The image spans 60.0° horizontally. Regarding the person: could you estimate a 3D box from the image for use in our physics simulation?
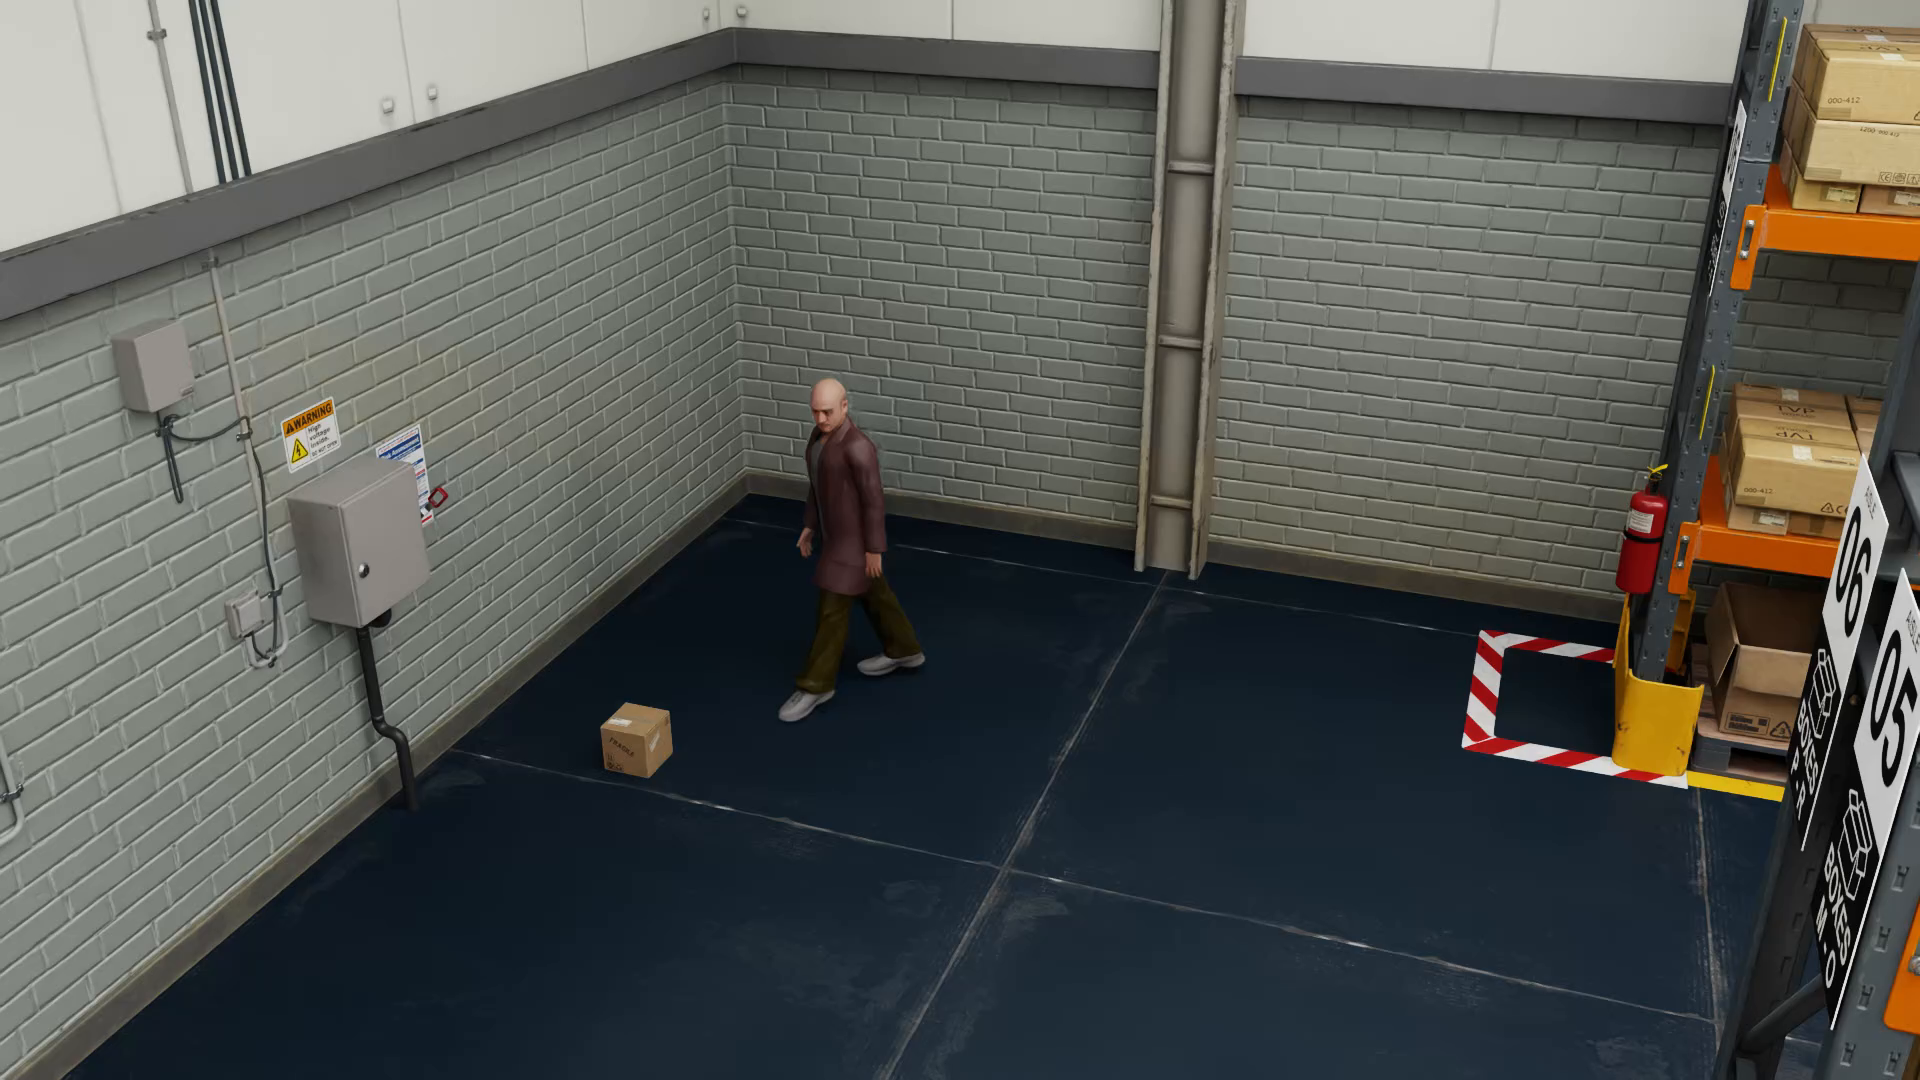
[{"bbox_3d":[-0.604,-0.002,8.614,0.901,1.766,0.601,-10,27,-19],"label":"person"}]
